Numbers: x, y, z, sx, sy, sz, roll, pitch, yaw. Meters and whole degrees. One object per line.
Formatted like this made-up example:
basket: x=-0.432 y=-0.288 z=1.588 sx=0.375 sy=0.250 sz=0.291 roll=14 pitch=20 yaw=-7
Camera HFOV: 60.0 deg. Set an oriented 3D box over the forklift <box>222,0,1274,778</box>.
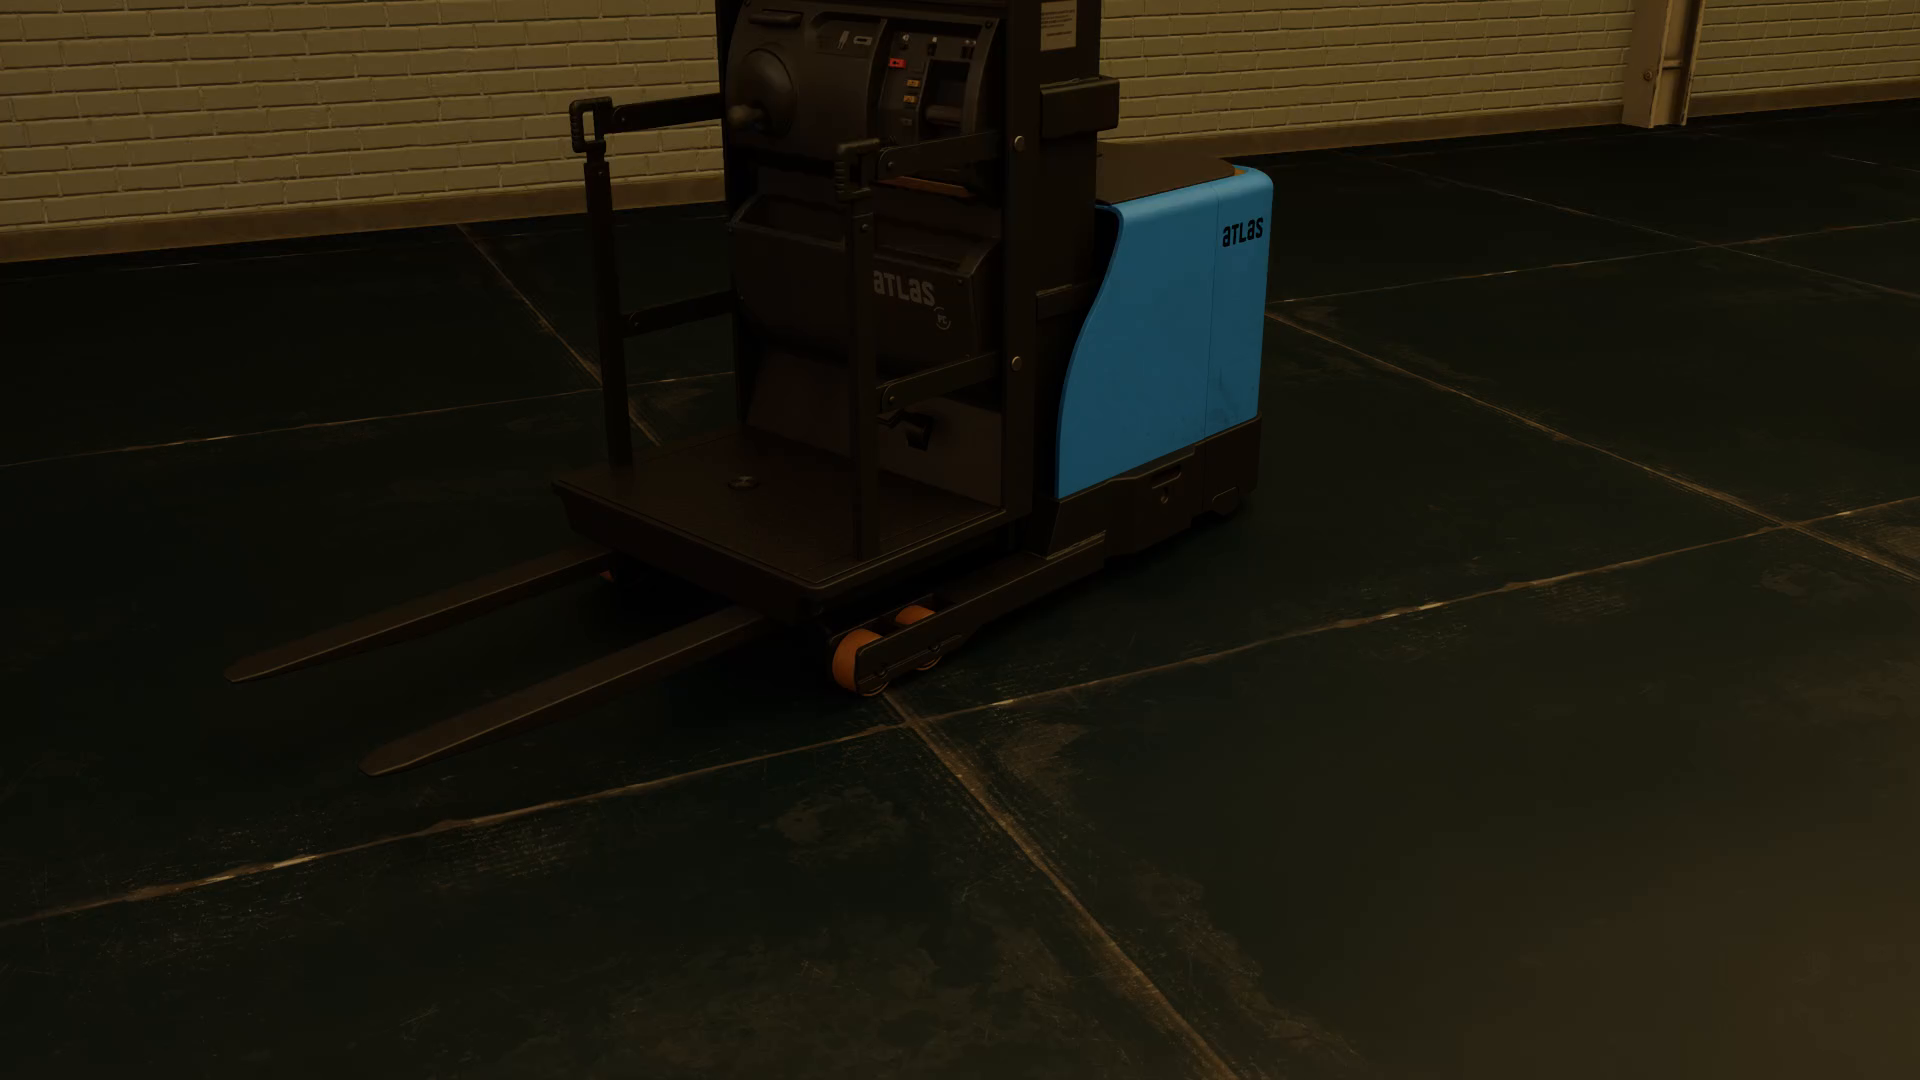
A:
forklift: x=-0.413 y=-1.182 z=4.131 sx=1.130 sy=2.935 sz=3.031 roll=19 pitch=29 yaw=39
